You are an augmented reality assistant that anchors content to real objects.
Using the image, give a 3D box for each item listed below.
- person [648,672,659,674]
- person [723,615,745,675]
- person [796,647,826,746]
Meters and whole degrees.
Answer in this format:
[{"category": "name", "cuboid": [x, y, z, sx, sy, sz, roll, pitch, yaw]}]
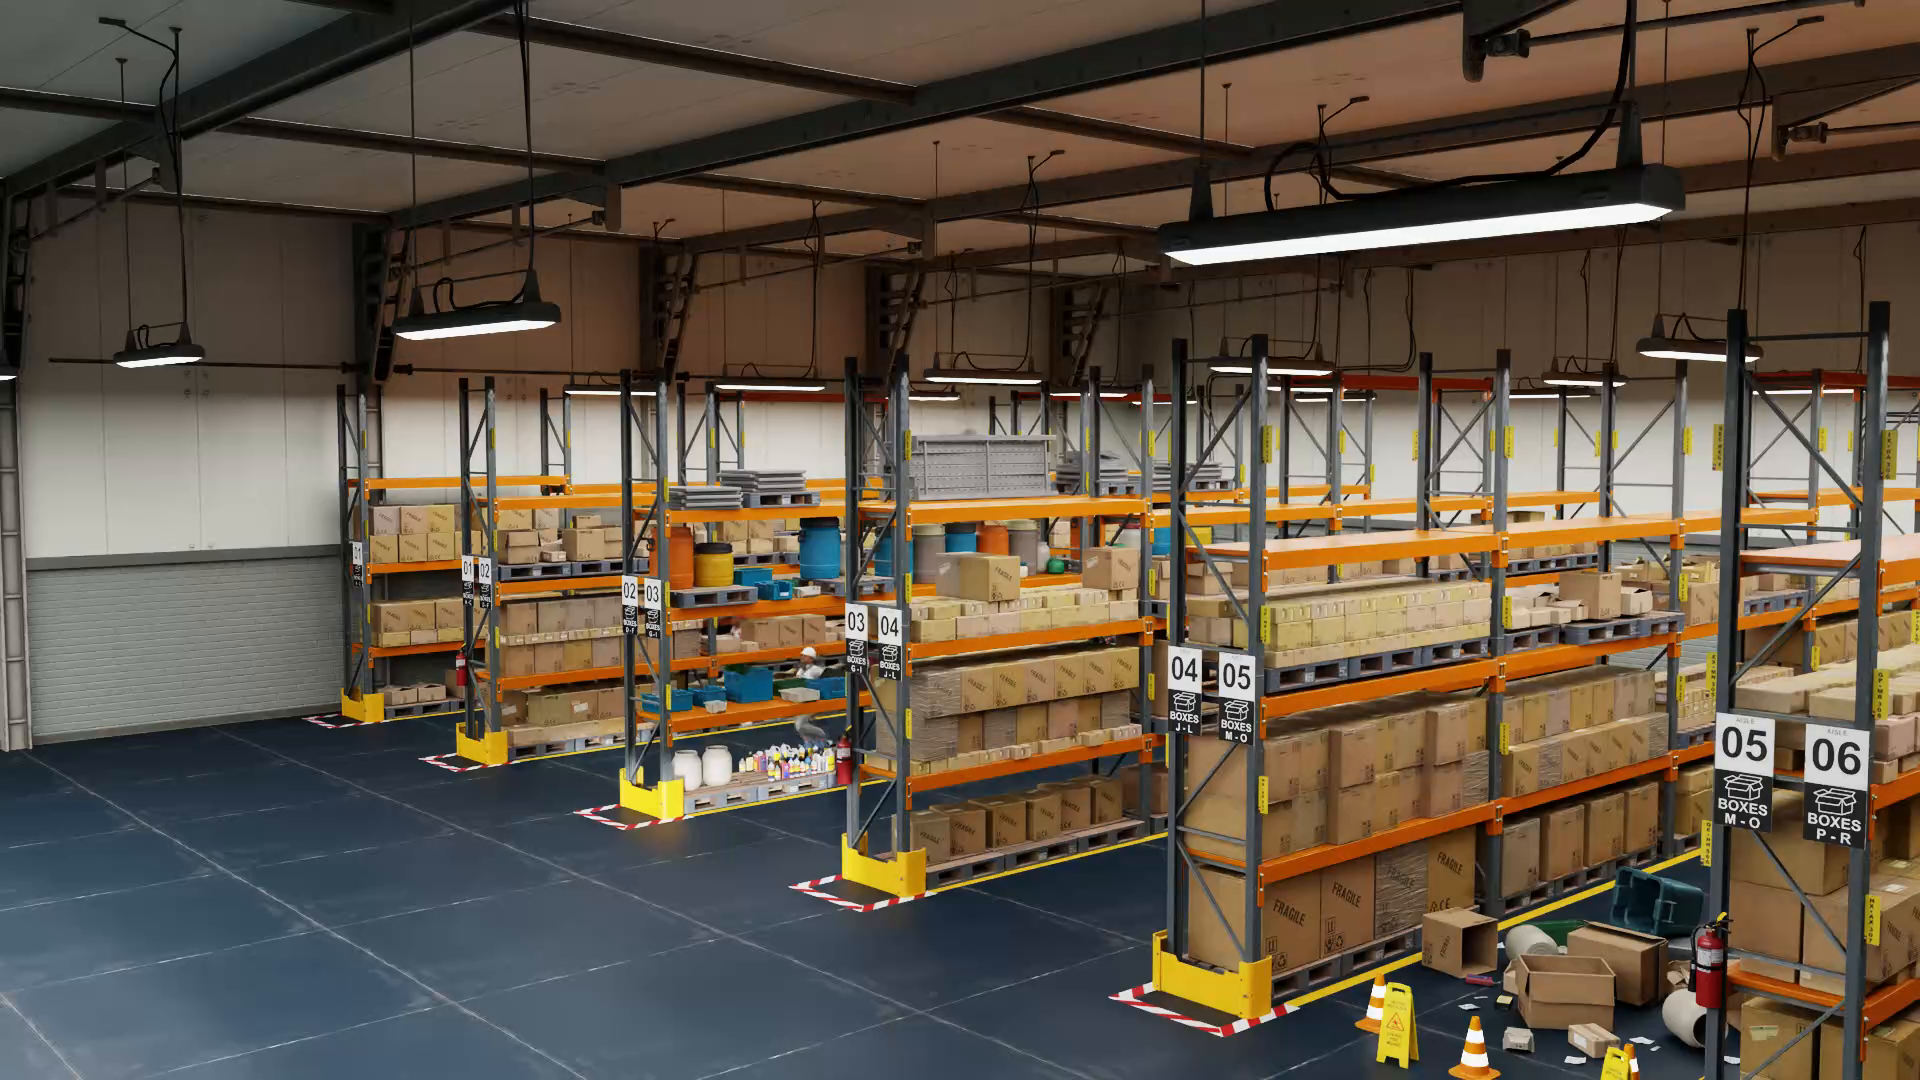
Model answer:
[{"category": "person", "cuboid": [-5.494, 2.358, 29.994, 0.688, 1.754, 0.595, -3, 5, -41]}, {"category": "person", "cuboid": [-4.194, 2.227, 31.472, 0.663, 1.748, 0.780, 3, 5, 41]}, {"category": "person", "cuboid": [-2.448, 2.569, 26.412, 0.571, 1.731, 0.655, -3, 5, -41]}]
